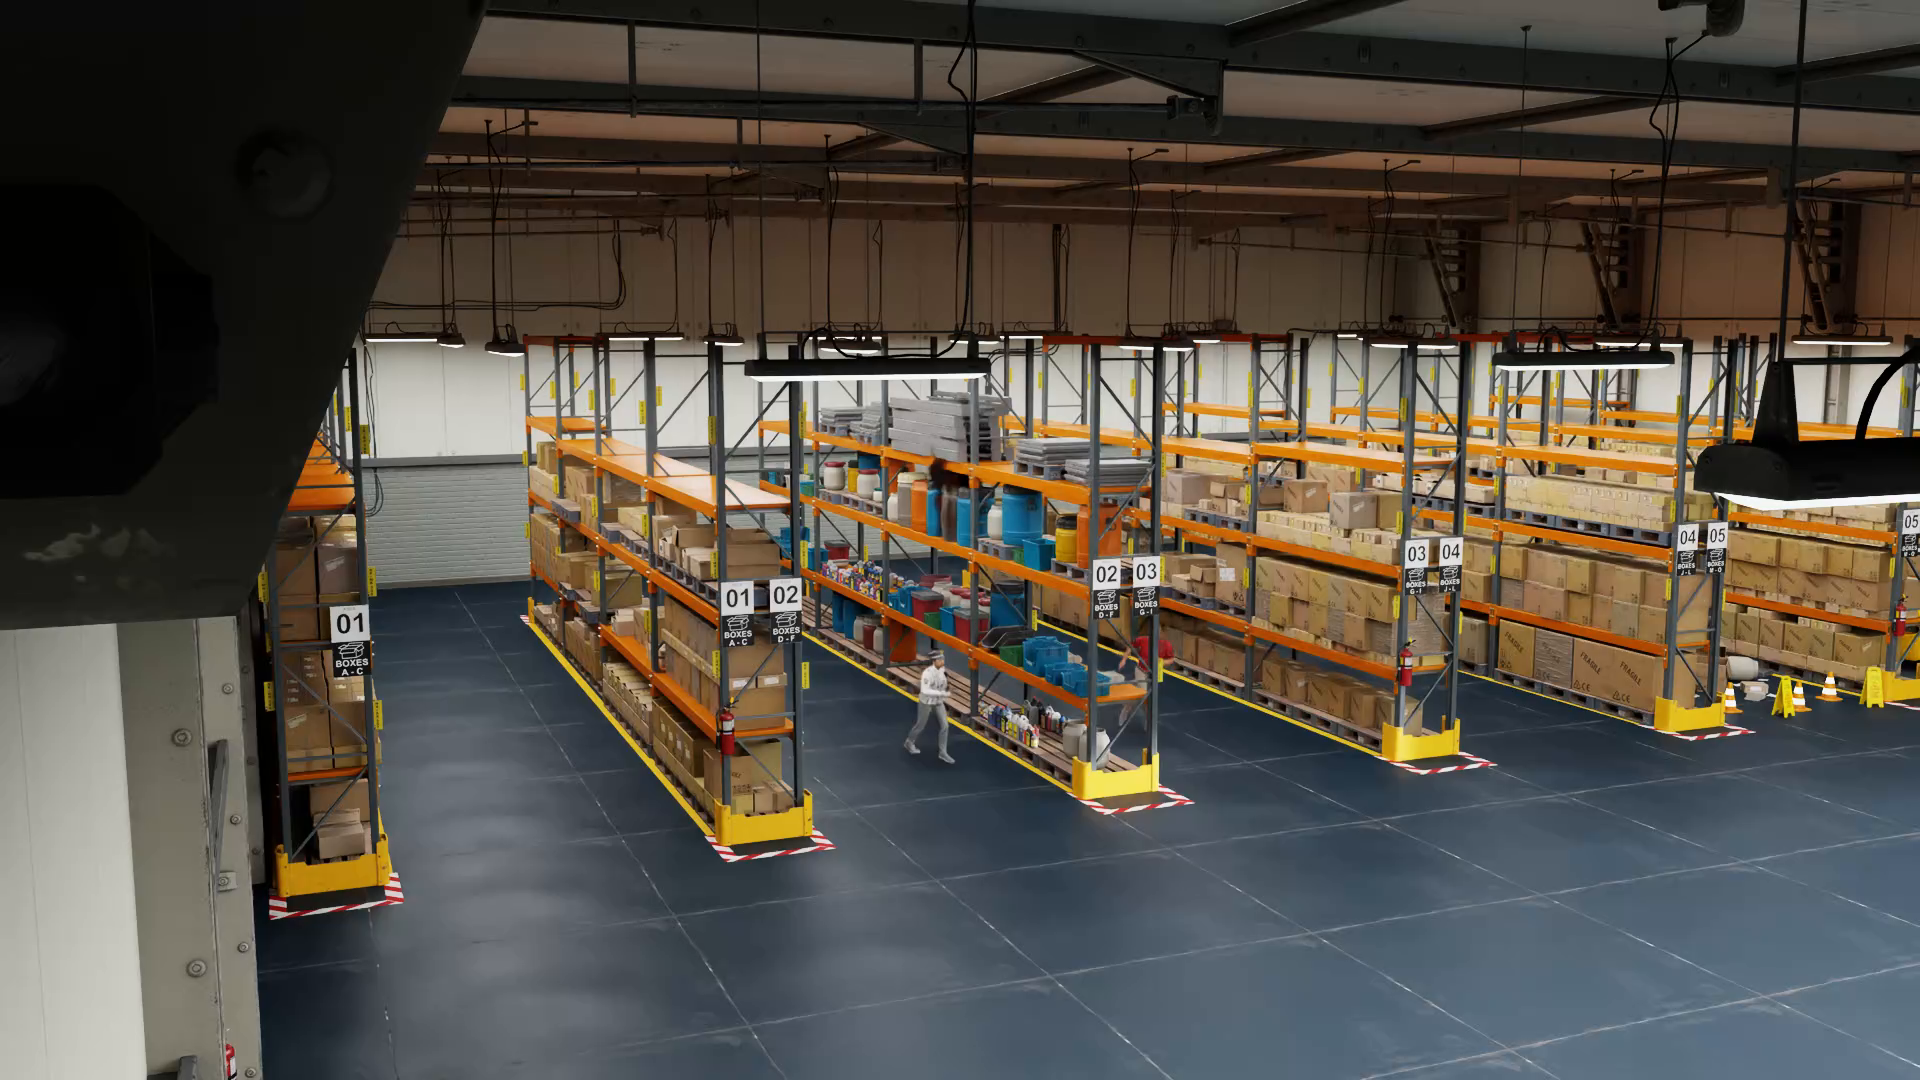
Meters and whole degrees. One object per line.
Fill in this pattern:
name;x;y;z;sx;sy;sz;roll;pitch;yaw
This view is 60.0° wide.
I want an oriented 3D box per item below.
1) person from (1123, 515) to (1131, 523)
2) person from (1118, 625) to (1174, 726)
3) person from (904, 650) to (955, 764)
person;3.958;0.193;40.091;0.624;1.726;0.644;-1;8;-8
person;2.877;2.095;25.689;0.793;1.655;0.703;-2;8;-11
person;-0.436;2.350;23.860;0.599;1.663;0.940;-7;10;-43
